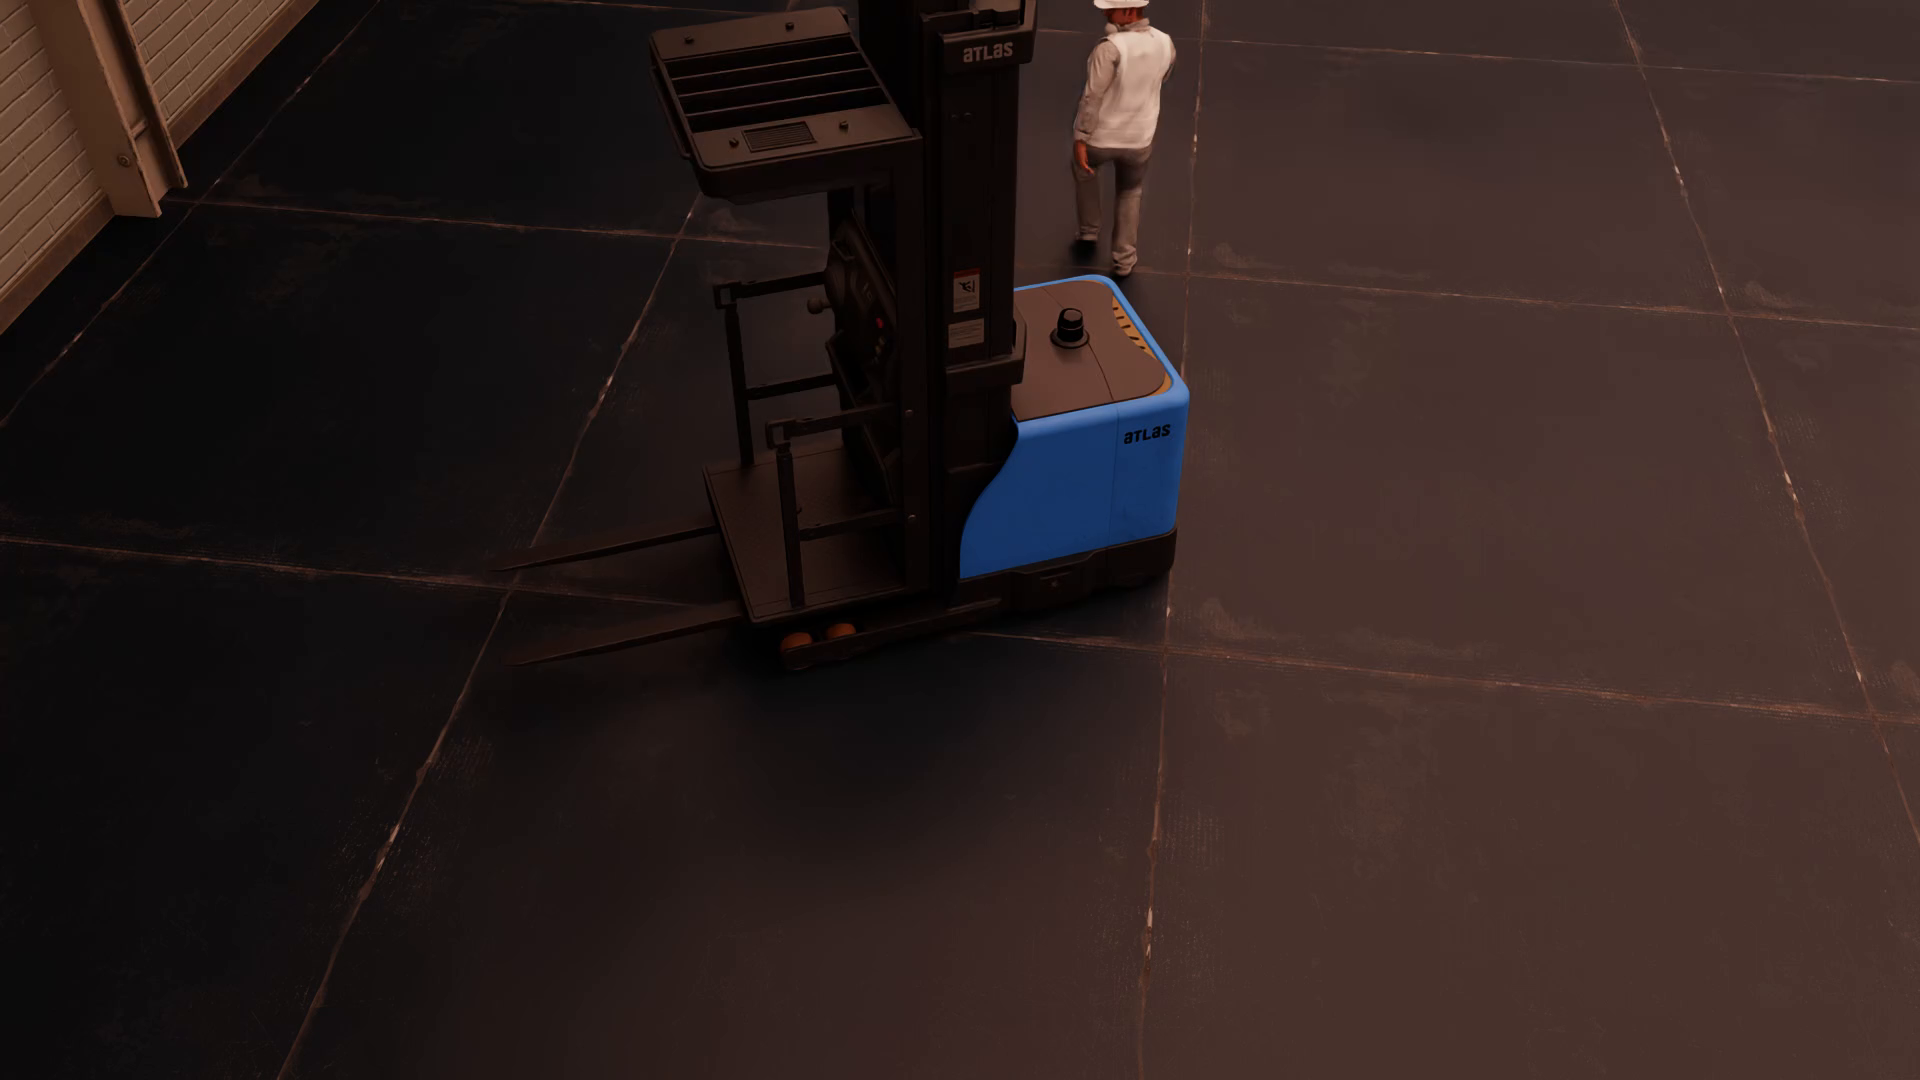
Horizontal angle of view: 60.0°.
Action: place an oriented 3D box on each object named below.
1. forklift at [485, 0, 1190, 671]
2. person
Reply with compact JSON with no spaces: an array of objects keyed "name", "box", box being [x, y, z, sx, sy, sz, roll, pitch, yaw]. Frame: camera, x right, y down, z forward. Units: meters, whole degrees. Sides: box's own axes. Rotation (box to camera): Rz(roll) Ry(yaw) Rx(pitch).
[{"name":"forklift","box":[-0.587,-0.915,6.720,3.031,2.935,1.130,-12,44,-13]},{"name":"person","box":[0.860,-2.224,9.093,0.621,1.769,0.769,-6,43,-6]}]
